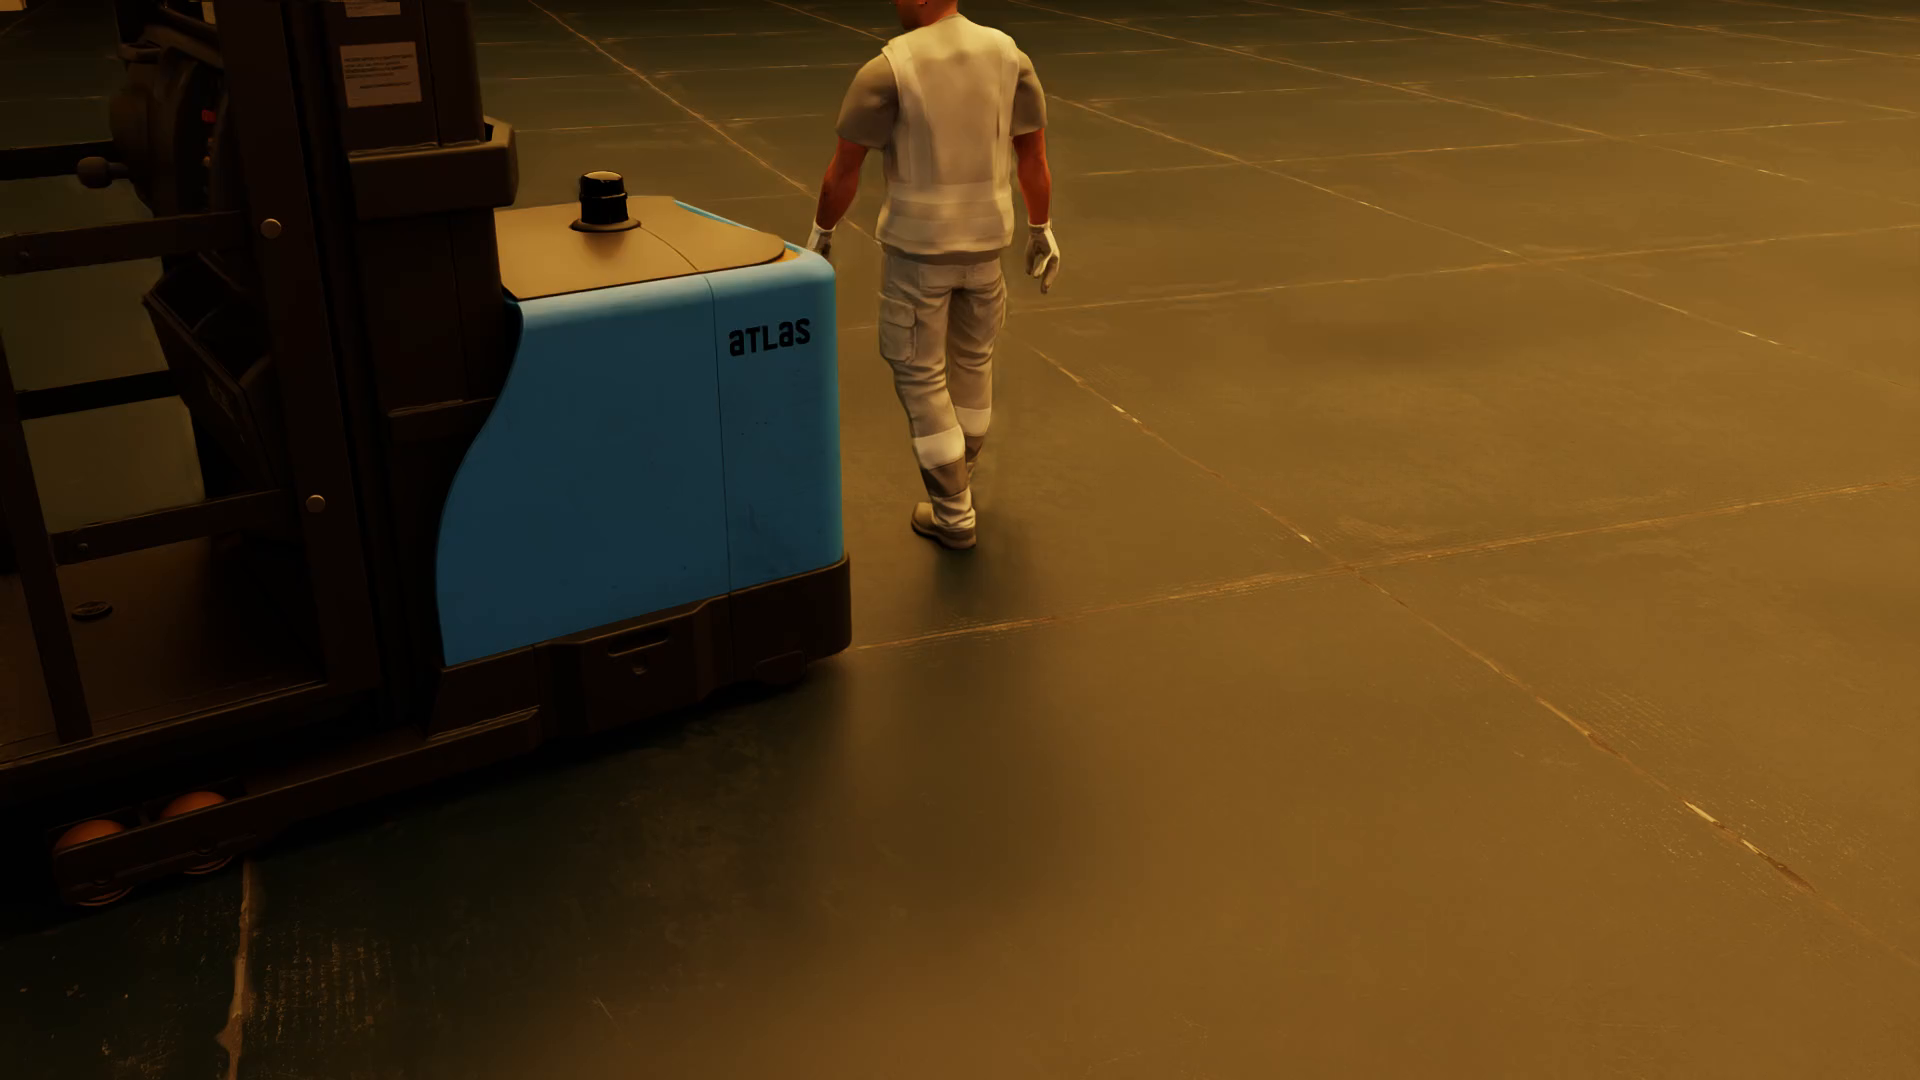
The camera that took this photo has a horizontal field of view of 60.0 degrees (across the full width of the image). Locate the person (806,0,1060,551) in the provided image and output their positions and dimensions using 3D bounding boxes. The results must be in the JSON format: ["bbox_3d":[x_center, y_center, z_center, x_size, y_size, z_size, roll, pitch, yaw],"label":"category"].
[{"bbox_3d":[-0.106,-0.891,4.936,0.724,1.774,0.655,-12,25,-25],"label":"person"}]

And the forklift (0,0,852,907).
[{"bbox_3d":[-1.782,-0.851,3.322,3.031,2.935,1.130,-15,27,-32],"label":"forklift"}]
